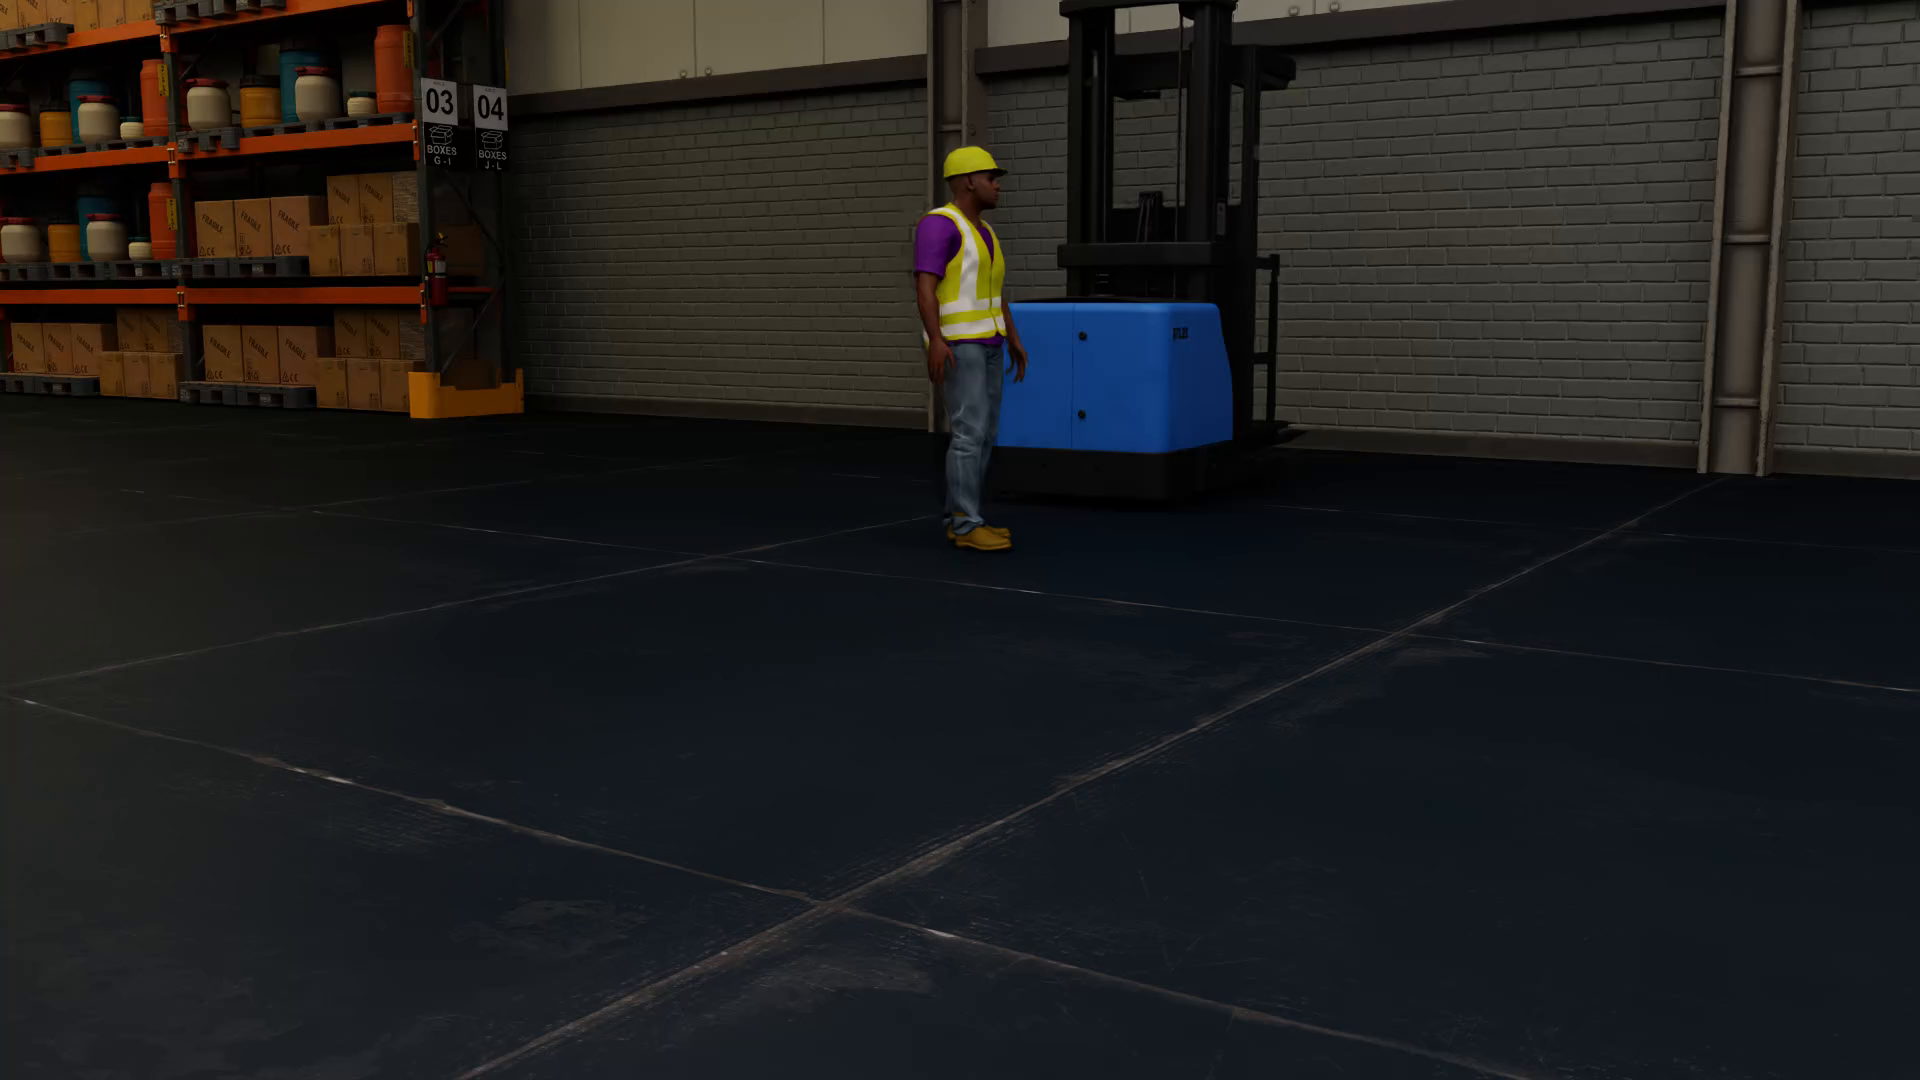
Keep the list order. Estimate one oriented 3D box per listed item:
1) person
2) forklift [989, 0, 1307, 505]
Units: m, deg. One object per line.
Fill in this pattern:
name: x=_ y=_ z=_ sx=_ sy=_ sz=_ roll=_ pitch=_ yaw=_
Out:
person: x=0.104 y=-0.863 z=7.441 sx=0.530 sy=1.764 sz=0.701 roll=4 pitch=9 yaw=26
forklift: x=1.309 y=-1.802 z=9.862 sx=1.130 sy=2.935 sz=3.031 roll=4 pitch=9 yaw=28
